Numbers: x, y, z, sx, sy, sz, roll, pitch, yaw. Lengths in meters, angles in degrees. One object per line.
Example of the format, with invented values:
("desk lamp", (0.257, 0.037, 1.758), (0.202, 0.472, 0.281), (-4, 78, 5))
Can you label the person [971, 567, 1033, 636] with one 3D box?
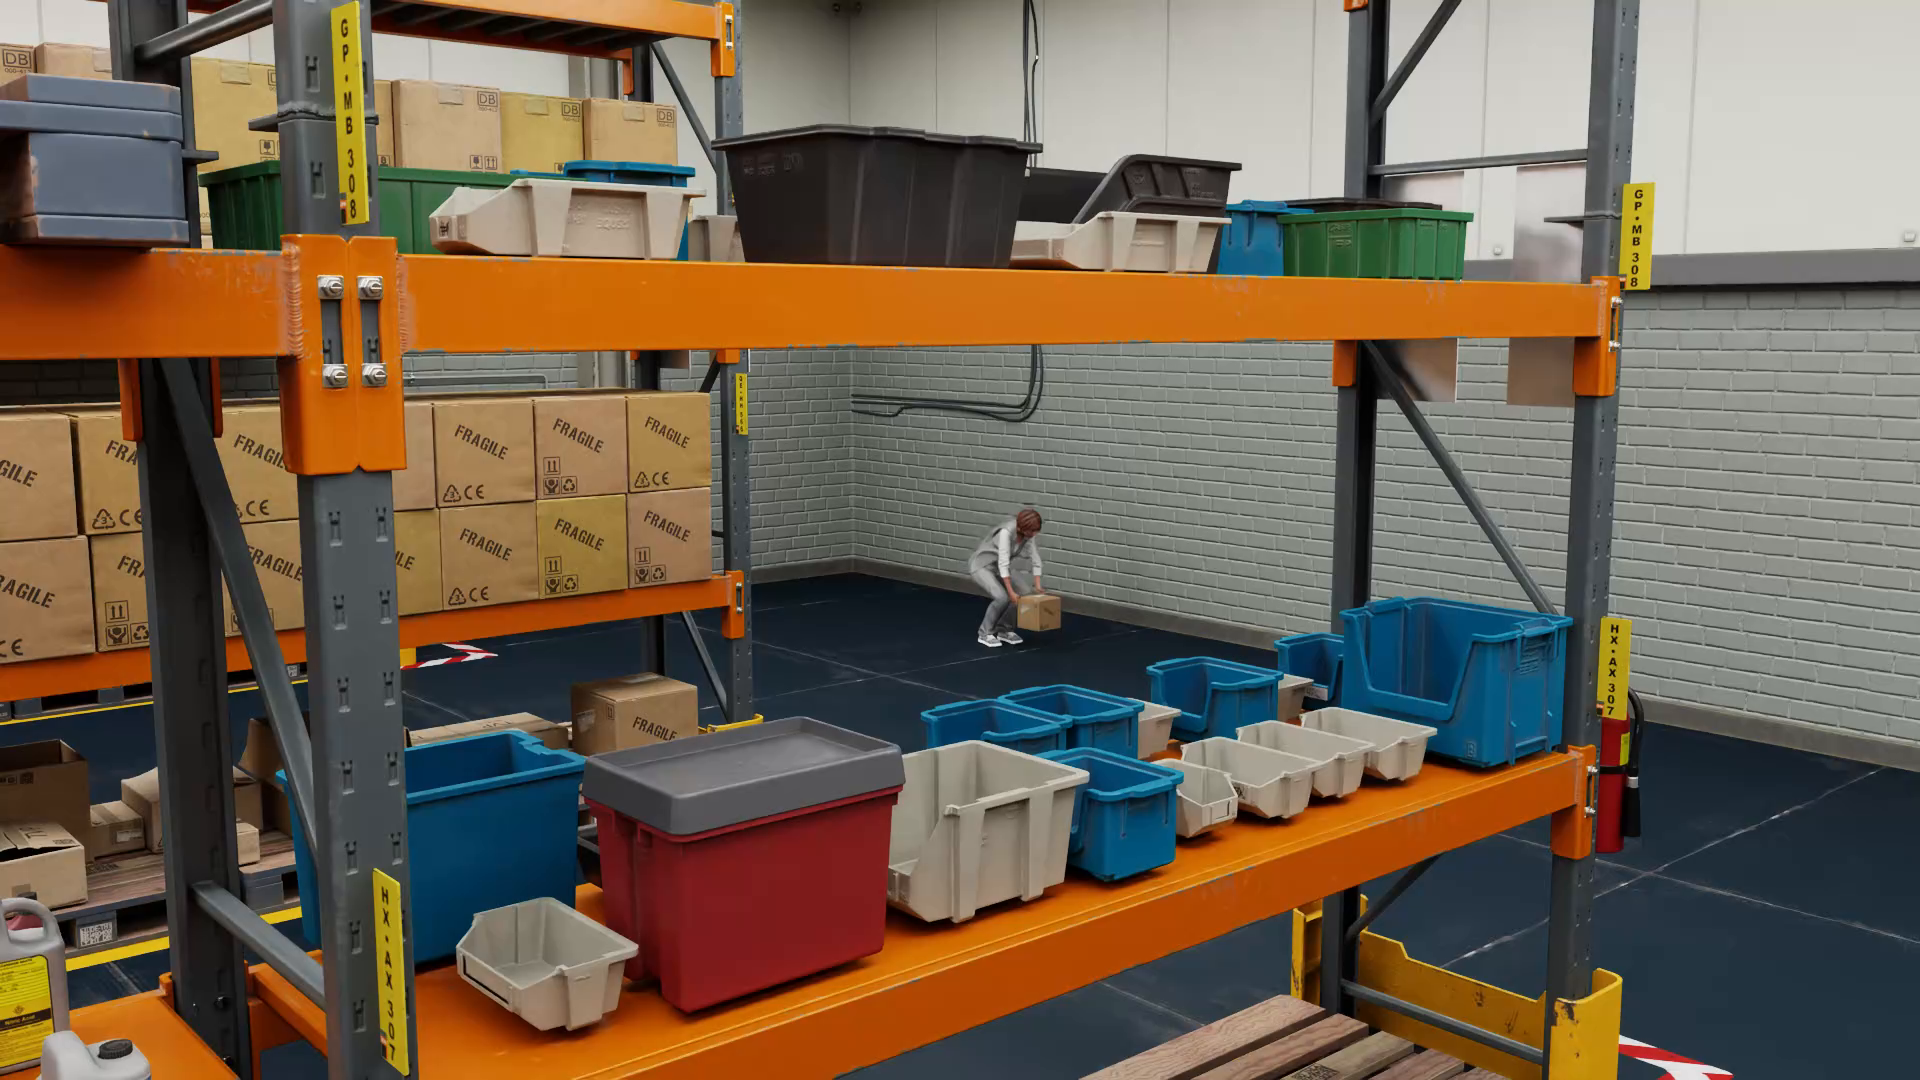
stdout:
("person", (0.323, 0.478, 13.857), (0.417, 0.636, 0.484), (-7, 10, -41))
